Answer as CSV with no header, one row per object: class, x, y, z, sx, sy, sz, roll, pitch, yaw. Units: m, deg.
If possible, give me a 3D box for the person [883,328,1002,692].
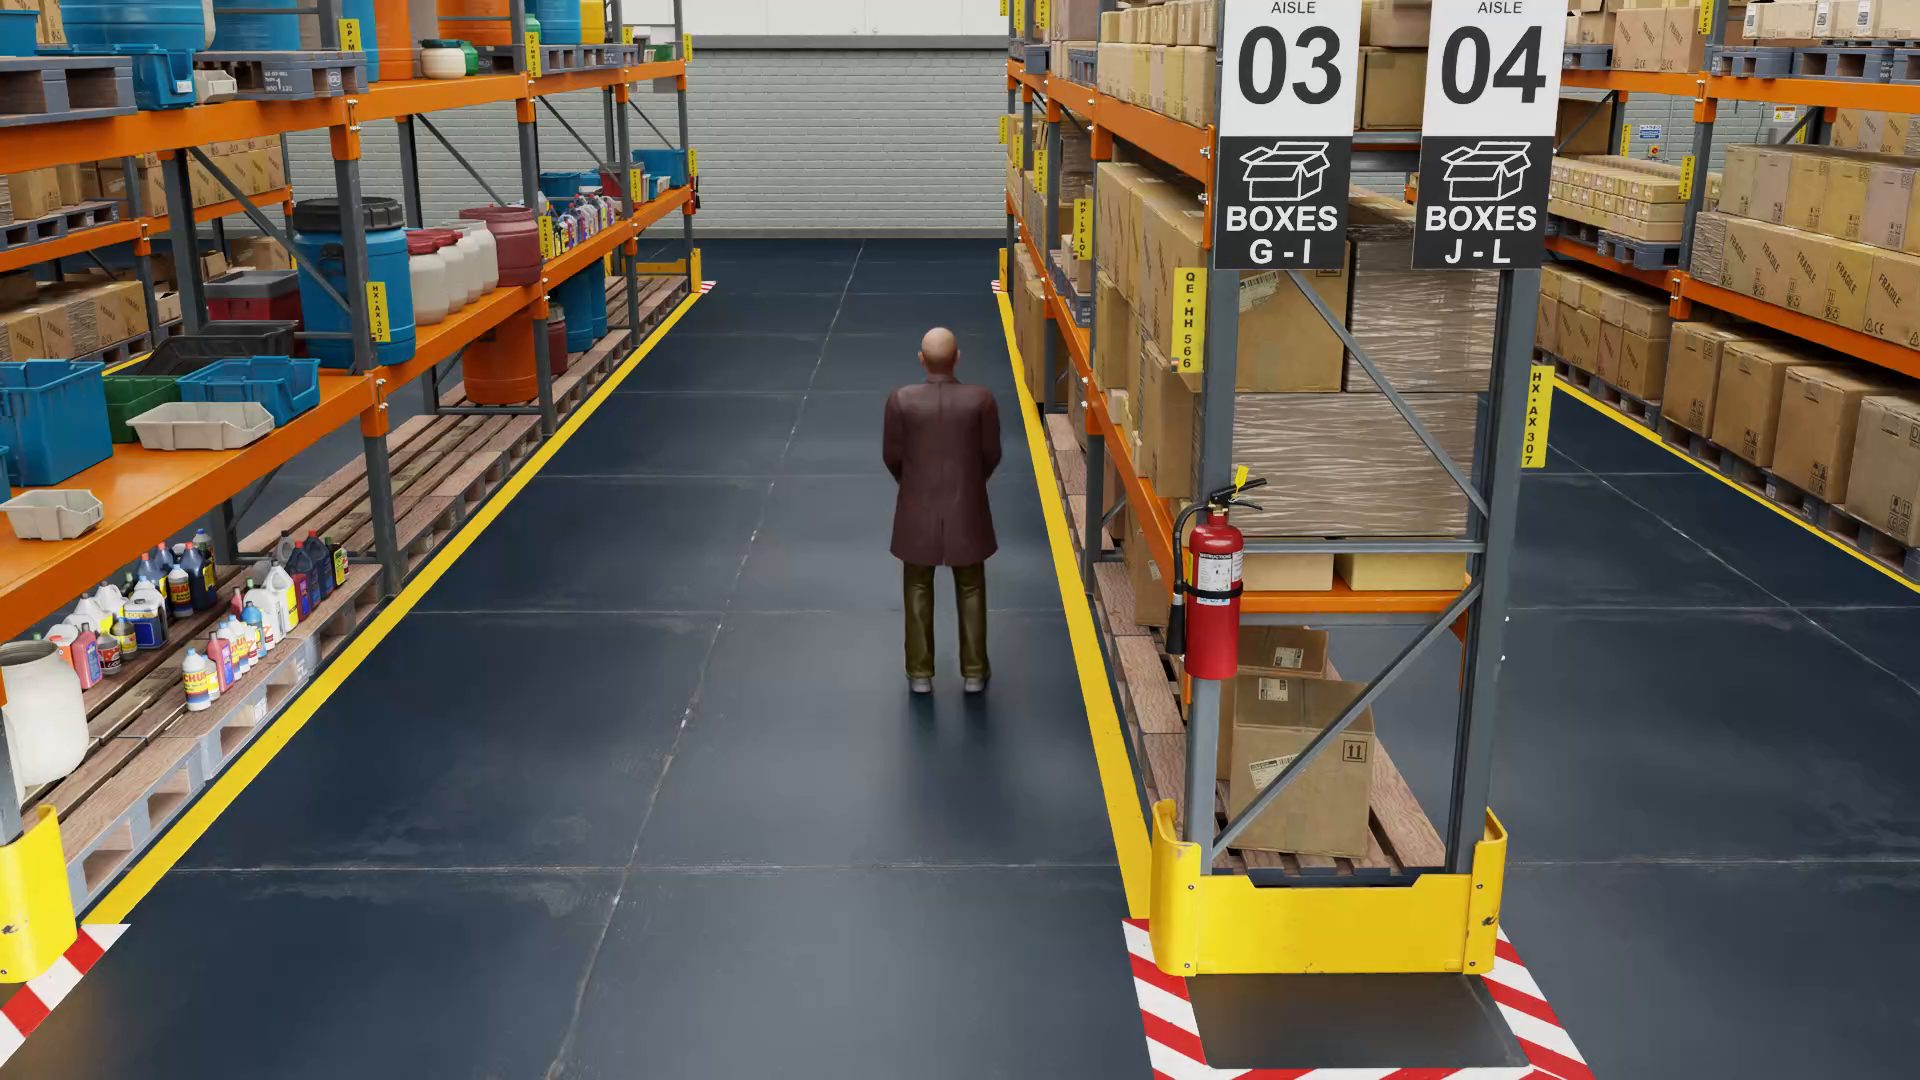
person,-0.084,-0.160,8.081,0.566,1.782,0.499,0,17,0
